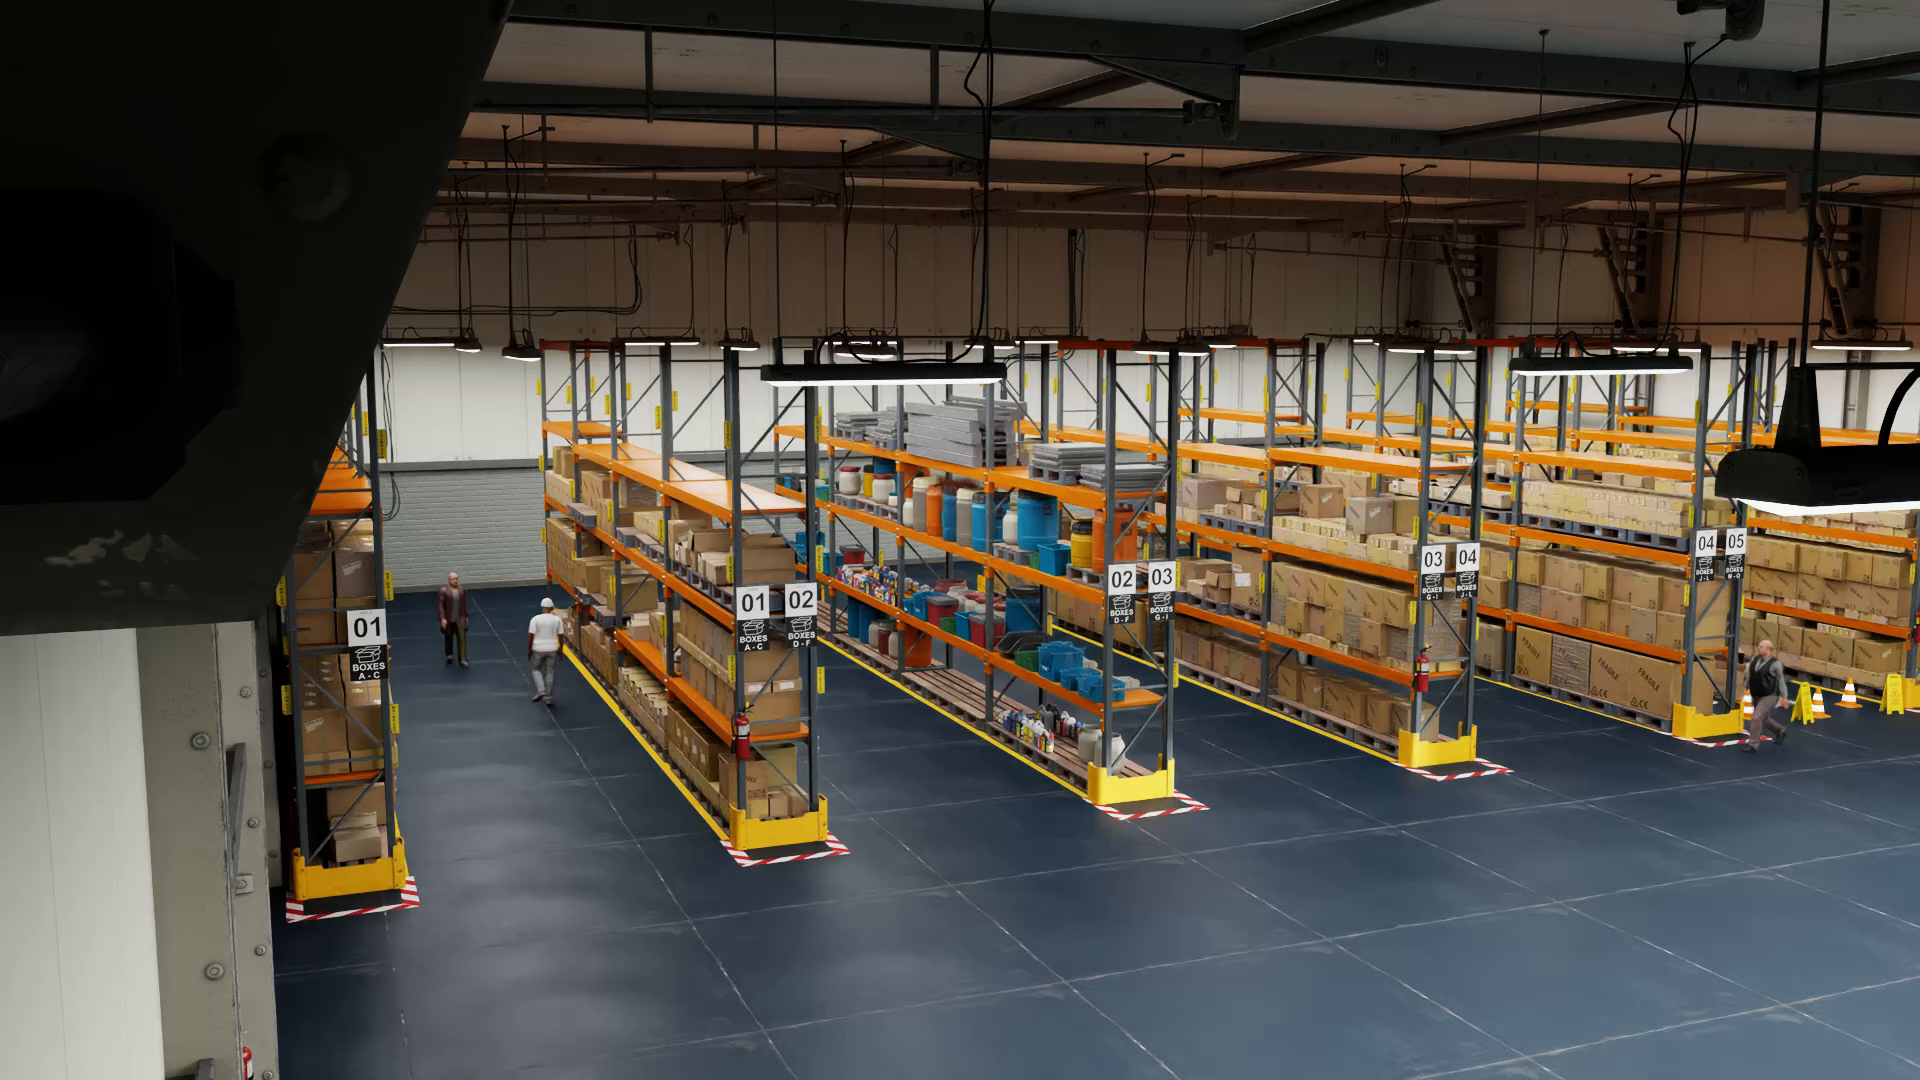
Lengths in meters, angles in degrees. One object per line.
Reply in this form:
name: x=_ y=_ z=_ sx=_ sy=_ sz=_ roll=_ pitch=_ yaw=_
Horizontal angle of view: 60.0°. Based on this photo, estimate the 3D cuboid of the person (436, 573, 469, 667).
person: x=-9.379 y=1.464 z=30.788 sx=0.602 sy=1.716 sz=1.170 roll=-3 pitch=8 yaw=-25

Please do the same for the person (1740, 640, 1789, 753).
person: x=11.964 y=2.303 z=24.677 sx=1.047 sy=1.670 sz=0.589 roll=-3 pitch=8 yaw=-20

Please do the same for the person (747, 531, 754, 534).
person: x=-4.783 y=0.581 z=37.866 sx=0.447 sy=1.608 sz=1.077 roll=2 pitch=8 yaw=13

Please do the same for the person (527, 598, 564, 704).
person: x=-6.901 y=1.849 z=27.720 sx=0.611 sy=1.761 sz=0.478 roll=-2 pitch=8 yaw=-18

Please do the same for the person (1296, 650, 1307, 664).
person: x=6.167 y=1.640 z=29.820 sx=0.501 sy=1.699 sz=0.617 roll=-1 pitch=8 yaw=-11
